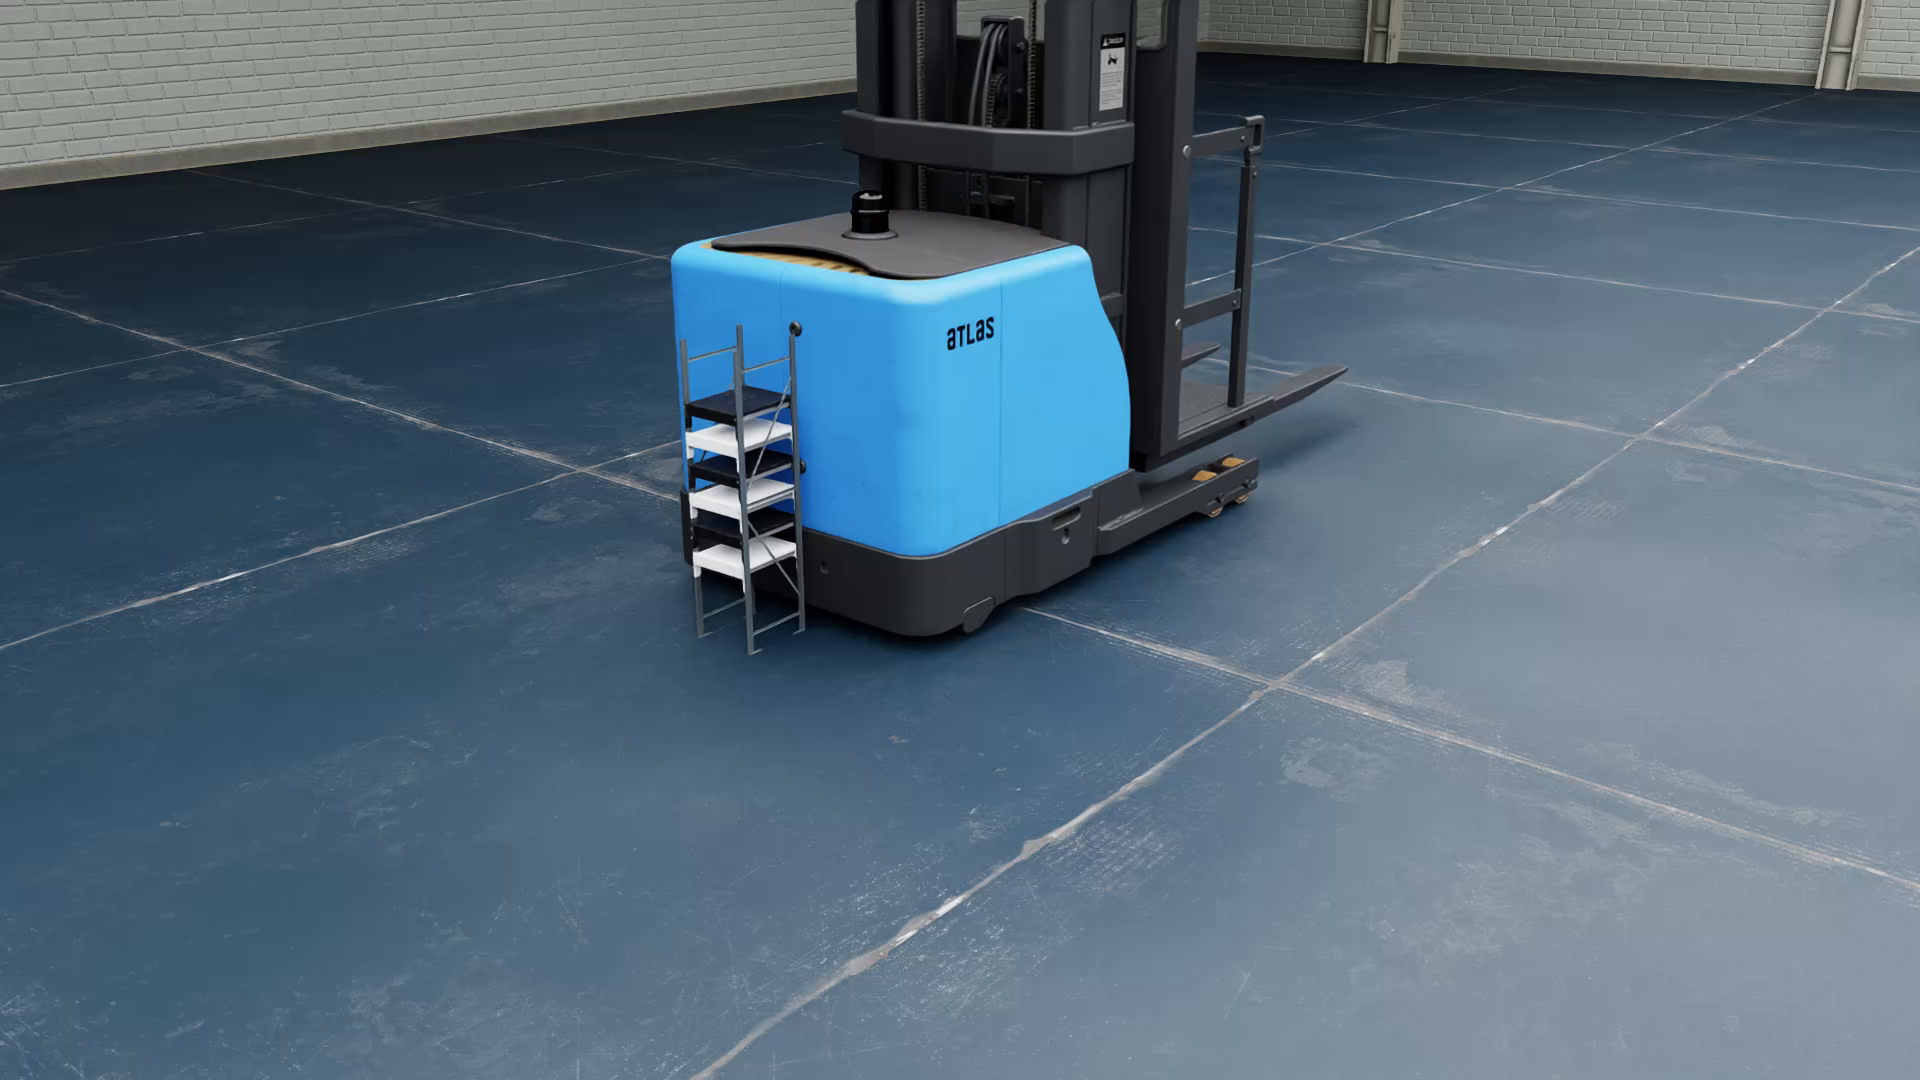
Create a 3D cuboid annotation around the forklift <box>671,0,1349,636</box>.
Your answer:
[{"bbox_3d":[0.428,-1.547,5.616,1.130,2.935,3.031,16,26,36],"label":"forklift"}]

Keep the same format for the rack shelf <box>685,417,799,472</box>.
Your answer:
[{"bbox_3d":[-0.616,-0.279,4.717,0.200,0.077,0.258,15,25,34],"label":"rack shelf"}]

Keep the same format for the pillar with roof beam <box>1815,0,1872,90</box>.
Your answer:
[{"bbox_3d":[7.956,-8.545,15.574,0.400,9.000,9.100,16,26,36],"label":"pillar with roof beam"}]

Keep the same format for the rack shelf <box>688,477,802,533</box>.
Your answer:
[{"bbox_3d":[-0.616,-0.110,4.780,0.200,0.077,0.258,15,25,34],"label":"rack shelf"}]

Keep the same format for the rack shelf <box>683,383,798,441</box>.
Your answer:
[{"bbox_3d":[-0.616,-0.363,4.685,0.200,0.077,0.258,15,25,34],"label":"rack shelf"}]

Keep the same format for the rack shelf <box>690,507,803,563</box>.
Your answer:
[{"bbox_3d":[-0.616,-0.026,4.812,0.200,0.077,0.258,15,25,34],"label":"rack shelf"}]

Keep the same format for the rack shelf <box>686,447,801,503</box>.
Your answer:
[{"bbox_3d":[-0.616,-0.195,4.748,0.200,0.077,0.258,15,25,34],"label":"rack shelf"}]

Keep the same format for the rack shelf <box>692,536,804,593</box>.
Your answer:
[{"bbox_3d":[-0.616,0.058,4.844,0.200,0.077,0.258,15,25,34],"label":"rack shelf"}]

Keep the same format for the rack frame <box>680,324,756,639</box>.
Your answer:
[{"bbox_3d":[-0.697,-0.163,4.826,0.006,0.900,0.240,15,25,34],"label":"rack frame"}]

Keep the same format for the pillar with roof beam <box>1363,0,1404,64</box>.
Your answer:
[{"bbox_3d":[3.308,-9.884,19.124,0.400,9.000,9.100,16,26,36],"label":"pillar with roof beam"}]

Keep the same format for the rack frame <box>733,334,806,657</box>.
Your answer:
[{"bbox_3d":[-0.535,-0.120,4.711,0.006,0.900,0.240,15,25,34],"label":"rack frame"}]

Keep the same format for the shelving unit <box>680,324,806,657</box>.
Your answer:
[{"bbox_3d":[-0.616,-0.142,4.768,0.210,0.900,0.258,15,25,34],"label":"shelving unit"}]
